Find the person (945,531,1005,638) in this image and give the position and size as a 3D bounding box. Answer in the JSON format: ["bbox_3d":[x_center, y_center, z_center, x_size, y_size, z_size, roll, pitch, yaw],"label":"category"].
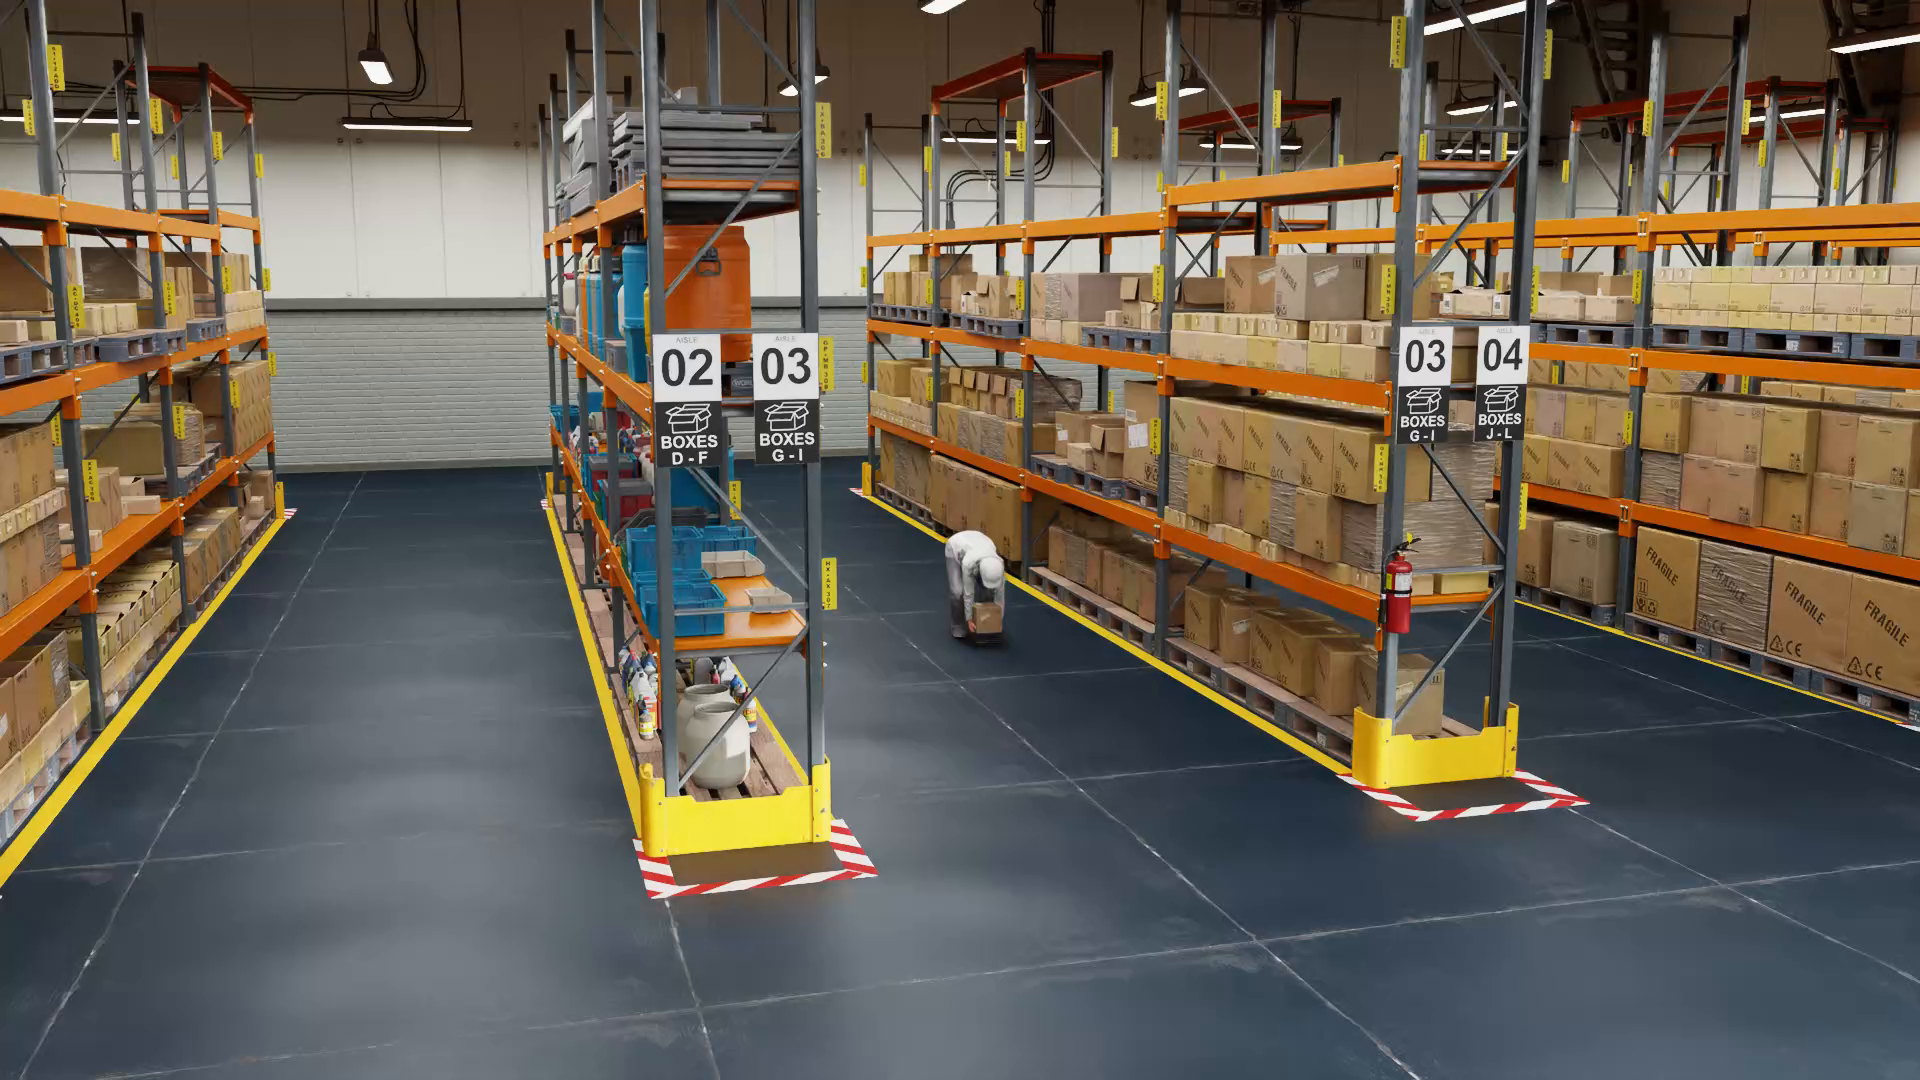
[{"bbox_3d":[0.182,0.462,16.223,0.497,1.041,1.005,-3,10,-19],"label":"person"}]
